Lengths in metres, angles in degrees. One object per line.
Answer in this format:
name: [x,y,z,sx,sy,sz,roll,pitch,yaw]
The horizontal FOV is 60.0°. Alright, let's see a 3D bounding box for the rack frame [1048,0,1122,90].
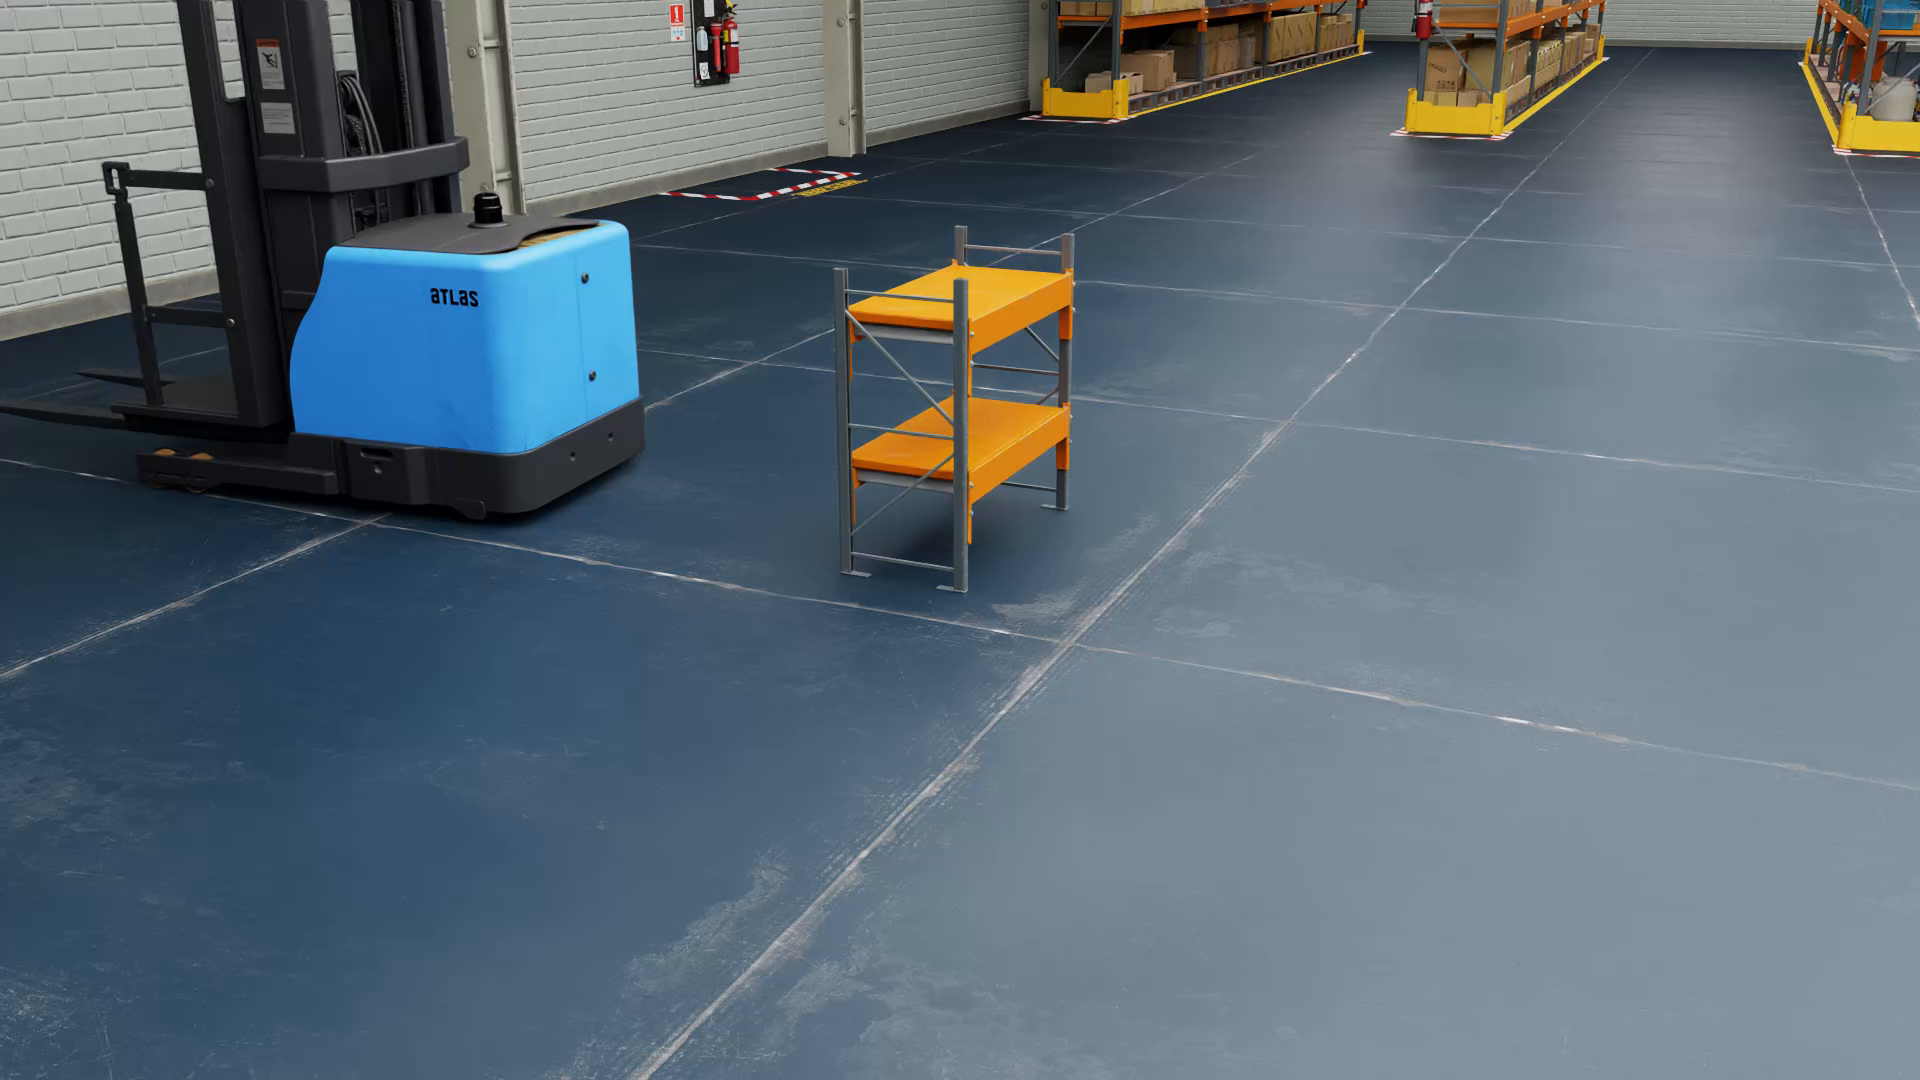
rack frame: [1.685,-7.226,22.311,1.000,3.000,0.127,9,21,23]

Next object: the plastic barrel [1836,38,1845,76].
plastic barrel: [14.646,-7.871,27.096,0.600,0.588,0.708,9,21,23]

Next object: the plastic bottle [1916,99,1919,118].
plastic bottle: [11.750,-5.300,20.310,0.097,0.271,0.097,0,20,0]

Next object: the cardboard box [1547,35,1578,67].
cardboard box: [10.557,-8.596,29.237,0.500,0.500,0.500,8,21,21]

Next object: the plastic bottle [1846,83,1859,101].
plastic bottle: [11.324,-5.614,21.075,0.144,0.351,0.185,10,22,25]

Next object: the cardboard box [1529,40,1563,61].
cardboard box: [9.492,-7.966,27.030,0.500,0.311,0.500,9,22,24]

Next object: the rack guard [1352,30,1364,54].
rack guard: [8.247,-10.947,36.503,1.175,0.500,0.348,9,21,23]

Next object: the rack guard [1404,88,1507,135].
rack guard: [6.196,-5.362,20.801,1.175,0.500,0.348,9,21,23]

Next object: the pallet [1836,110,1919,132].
pallet: [11.550,-5.202,20.780,1.003,0.211,1.213,9,21,23]

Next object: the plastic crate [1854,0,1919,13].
plastic crate: [12.031,-6.917,21.536,0.767,0.338,0.504,9,21,23]

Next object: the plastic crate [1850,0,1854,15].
plastic crate: [12.529,-7.462,22.997,0.392,0.384,0.575,9,21,23]

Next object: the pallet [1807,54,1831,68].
pallet: [16.902,-9.197,32.015,1.003,0.211,1.213,9,21,23]

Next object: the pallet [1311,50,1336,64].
pallet: [6.981,-9.802,33.716,1.003,0.211,1.213,9,21,23]

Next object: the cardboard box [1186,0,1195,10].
cardboard box: [3.194,-8.050,24.821,0.500,0.250,0.500,9,21,23]

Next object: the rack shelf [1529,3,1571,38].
rack shelf: [8.663,-8.043,25.680,1.077,0.370,4.000,9,21,23]

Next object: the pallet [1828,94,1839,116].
pallet: [12.647,-6.021,23.084,1.003,0.211,1.213,9,21,23]

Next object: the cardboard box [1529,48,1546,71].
cardboard box: [8.450,-7.181,24.825,0.500,0.311,0.500,8,21,22]

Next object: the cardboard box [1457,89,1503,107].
cardboard box: [6.628,-5.583,21.168,0.500,0.250,0.500,9,21,23]

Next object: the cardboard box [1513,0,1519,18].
cardboard box: [7.040,-7.209,22.114,0.700,0.500,0.500,9,22,24]

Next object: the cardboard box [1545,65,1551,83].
cardboard box: [8.864,-7.232,25.804,0.500,0.250,0.500,9,21,24]

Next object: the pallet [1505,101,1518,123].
pallet: [6.982,-5.845,22.588,1.003,0.211,1.213,9,21,23]

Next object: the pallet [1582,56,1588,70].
pallet: [11.402,-9.112,31.775,1.003,0.211,1.213,9,21,23]

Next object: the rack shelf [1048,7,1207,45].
rack shelf: [2.504,-7.498,24.150,1.077,0.370,4.000,9,21,23]

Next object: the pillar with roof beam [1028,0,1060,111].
pillar with roof beam: [5.110,-9.794,20.580,9.100,9.000,0.400,9,21,23]

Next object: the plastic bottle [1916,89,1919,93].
plastic bottle: [12.079,-5.570,21.064,0.152,0.276,0.135,9,21,24]

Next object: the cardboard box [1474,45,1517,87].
cardboard box: [7.024,-6.244,21.908,0.500,0.500,0.500,9,21,23]

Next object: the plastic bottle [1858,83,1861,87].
plastic bottle: [11.821,-5.863,21.874,0.061,0.283,0.133,9,21,23]

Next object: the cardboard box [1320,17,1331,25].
cardboard box: [7.305,-10.514,33.692,0.380,0.149,0.250,9,22,25]

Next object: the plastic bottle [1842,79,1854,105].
plastic bottle: [11.652,-5.859,21.763,0.144,0.351,0.185,9,22,24]

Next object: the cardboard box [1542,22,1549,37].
cardboard box: [10.085,-9.025,29.324,0.500,0.250,0.500,8,21,22]

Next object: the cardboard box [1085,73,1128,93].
cardboard box: [2.050,-6.366,23.247,0.500,0.311,0.500,6,20,17]

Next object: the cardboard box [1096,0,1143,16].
cardboard box: [2.174,-7.270,22.629,0.500,0.250,0.500,8,21,21]

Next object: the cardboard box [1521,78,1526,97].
cardboard box: [7.639,-6.349,23.322,0.500,0.250,0.500,9,21,23]

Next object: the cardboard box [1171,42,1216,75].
cardboard box: [3.775,-7.870,27.197,0.700,0.500,0.500,8,21,22]

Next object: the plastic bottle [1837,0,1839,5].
plastic bottle: [14.244,-8.789,26.879,0.061,0.283,0.133,9,21,23]

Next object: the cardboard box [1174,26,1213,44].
cardboard box: [3.786,-8.194,26.987,0.500,0.250,0.500,8,21,22]

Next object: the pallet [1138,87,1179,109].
pallet: [2.582,-6.550,24.573,1.003,0.211,1.213,9,21,23]

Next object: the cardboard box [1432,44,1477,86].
cardboard box: [6.550,-6.315,22.108,0.500,0.500,0.500,9,21,23]

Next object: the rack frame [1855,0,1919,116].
rack frame: [10.723,-5.867,18.488,1.000,3.000,0.127,9,21,23]

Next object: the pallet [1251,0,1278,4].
pallet: [4.766,-9.349,28.566,1.213,0.211,1.003,9,21,23]

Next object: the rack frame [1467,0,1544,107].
rack frame: [7.844,-7.770,23.841,1.000,3.000,0.127,9,21,23]

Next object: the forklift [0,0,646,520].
forklift: [-2.970,-1.738,6.981,3.031,2.935,1.130,7,21,18]

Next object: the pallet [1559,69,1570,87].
pallet: [9.822,-7.902,28.374,1.003,0.211,1.213,9,21,23]

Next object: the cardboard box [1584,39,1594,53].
cardboard box: [12.343,-9.864,33.175,0.500,0.250,0.500,9,21,23]

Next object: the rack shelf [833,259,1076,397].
rack shelf: [0.003,-0.808,6.188,0.538,0.278,1.000,9,21,23]

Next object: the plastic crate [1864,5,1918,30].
plastic crate: [10.655,-5.991,19.059,0.499,0.251,0.616,9,21,23]

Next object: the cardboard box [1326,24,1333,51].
cardboard box: [7.207,-10.282,34.008,0.700,0.500,0.500,8,21,22]

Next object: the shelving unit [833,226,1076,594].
shelving unit: [0.003,-0.532,6.286,0.538,1.125,1.048,9,21,23]
